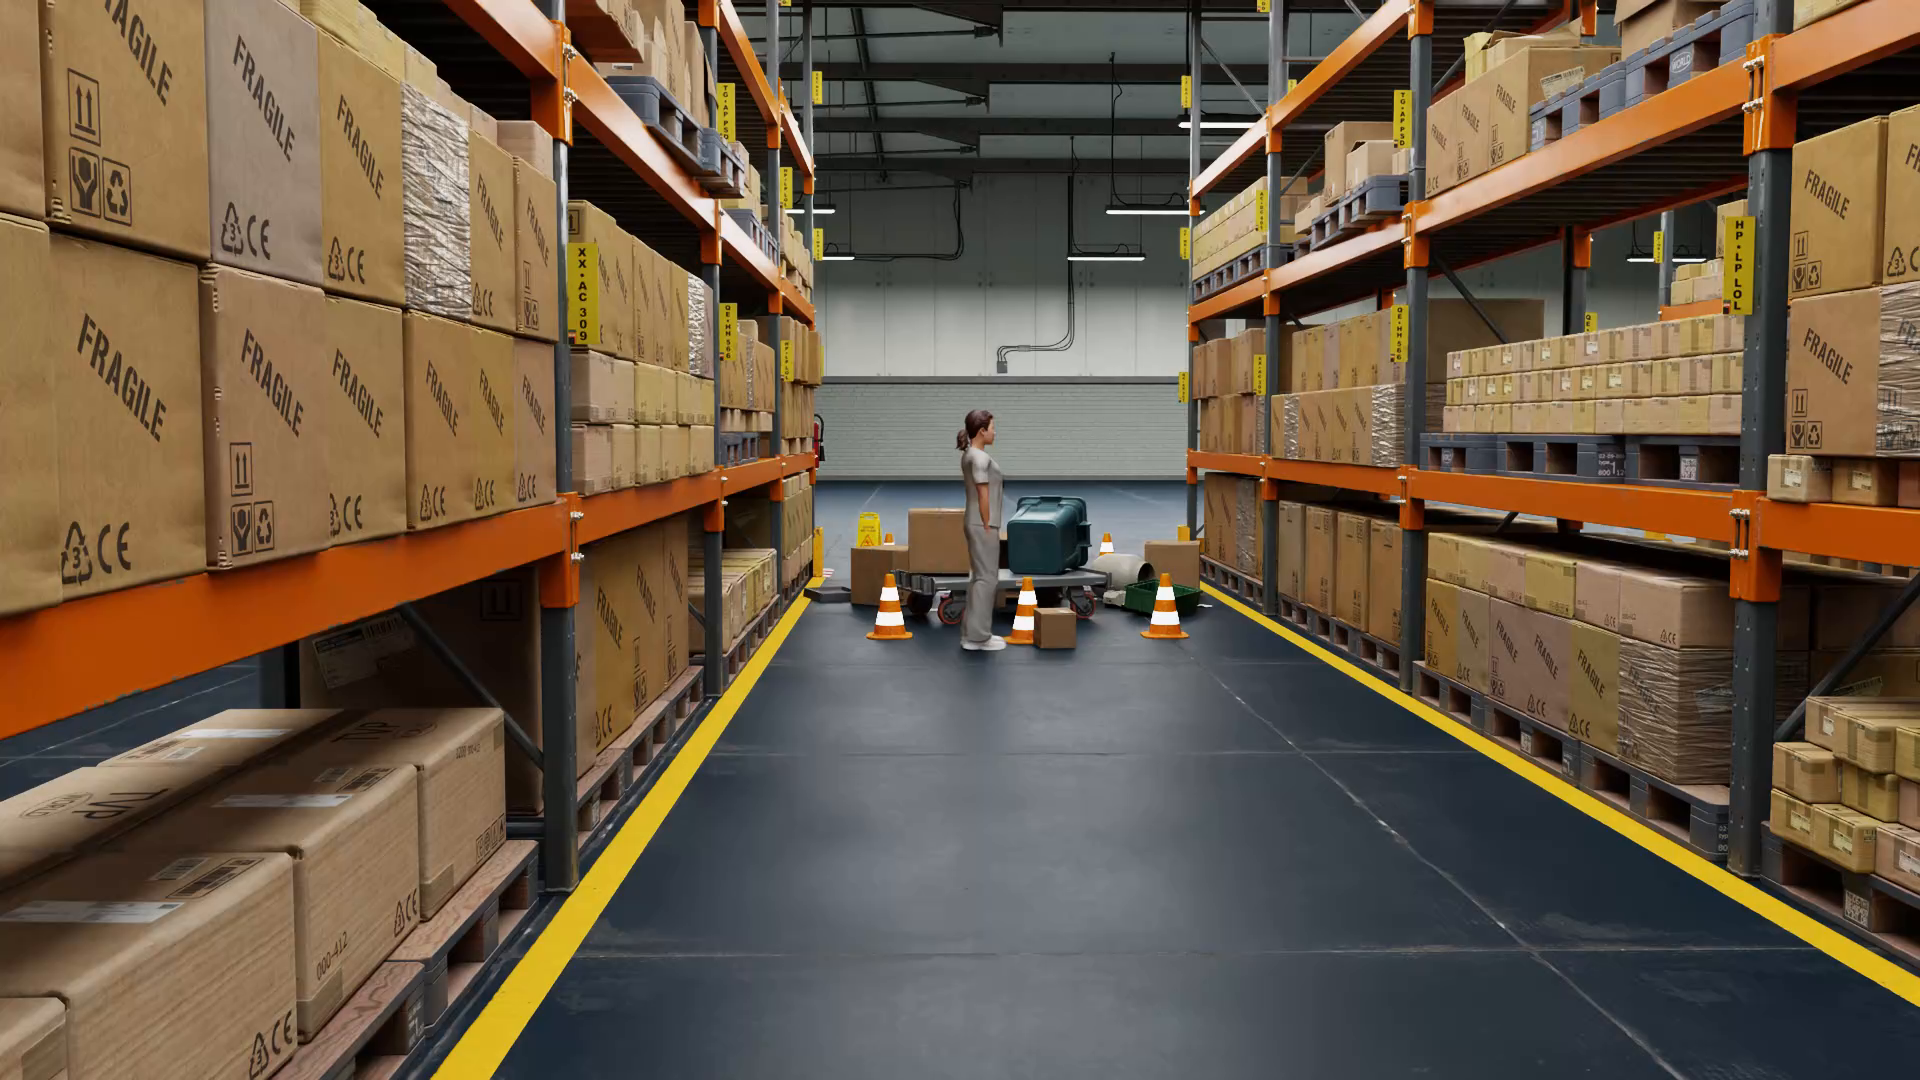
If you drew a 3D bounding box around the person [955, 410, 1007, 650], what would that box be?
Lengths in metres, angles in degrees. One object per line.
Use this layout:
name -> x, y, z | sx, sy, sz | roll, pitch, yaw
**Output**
person -> 0.139, -0.073, 11.641 | 0.362, 1.674, 0.437 | -1, 4, -9
